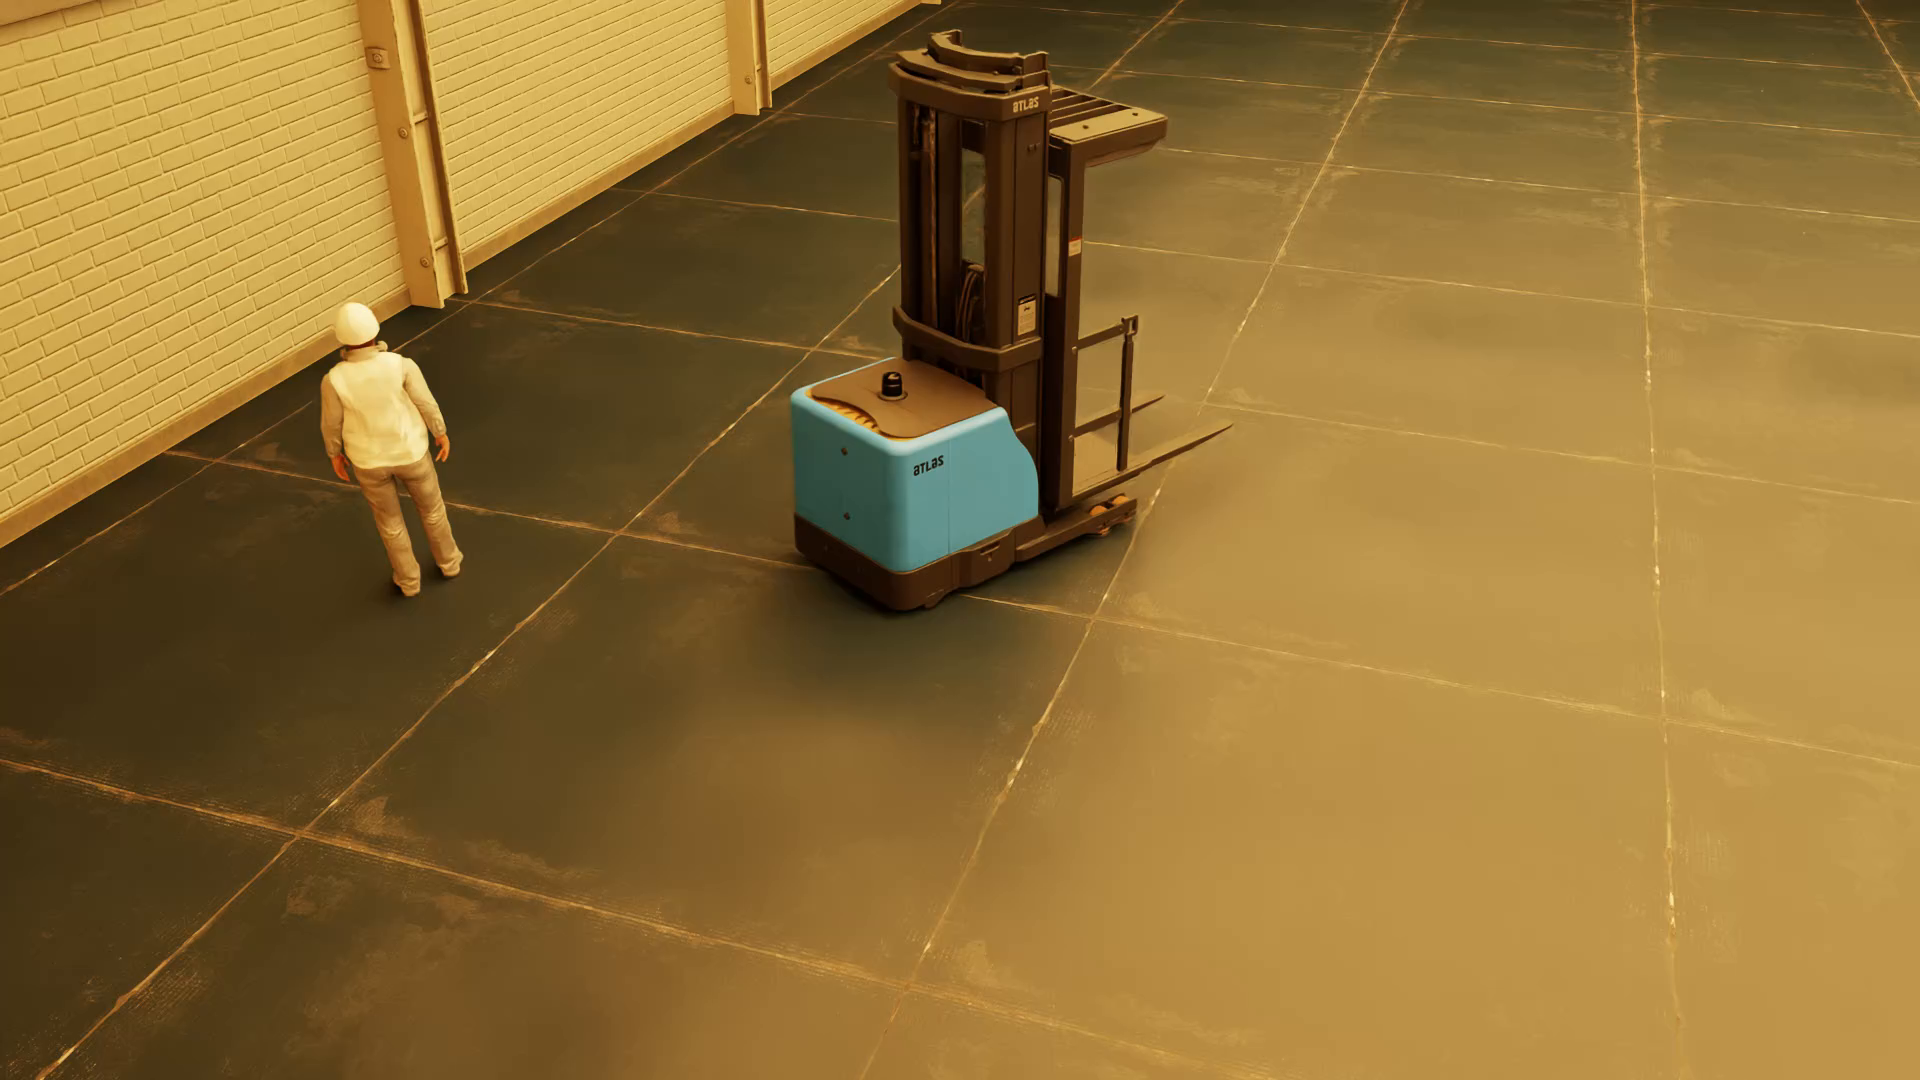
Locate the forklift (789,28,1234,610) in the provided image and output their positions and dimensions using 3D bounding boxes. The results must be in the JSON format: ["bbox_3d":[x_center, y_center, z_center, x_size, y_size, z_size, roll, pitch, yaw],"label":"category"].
[{"bbox_3d":[0.458,-1.486,9.744,3.031,2.935,1.130,-24,37,-35],"label":"forklift"}]

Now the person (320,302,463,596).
[{"bbox_3d":[-3.168,-0.523,9.214,0.642,1.778,0.565,-10,31,-17],"label":"person"}]
